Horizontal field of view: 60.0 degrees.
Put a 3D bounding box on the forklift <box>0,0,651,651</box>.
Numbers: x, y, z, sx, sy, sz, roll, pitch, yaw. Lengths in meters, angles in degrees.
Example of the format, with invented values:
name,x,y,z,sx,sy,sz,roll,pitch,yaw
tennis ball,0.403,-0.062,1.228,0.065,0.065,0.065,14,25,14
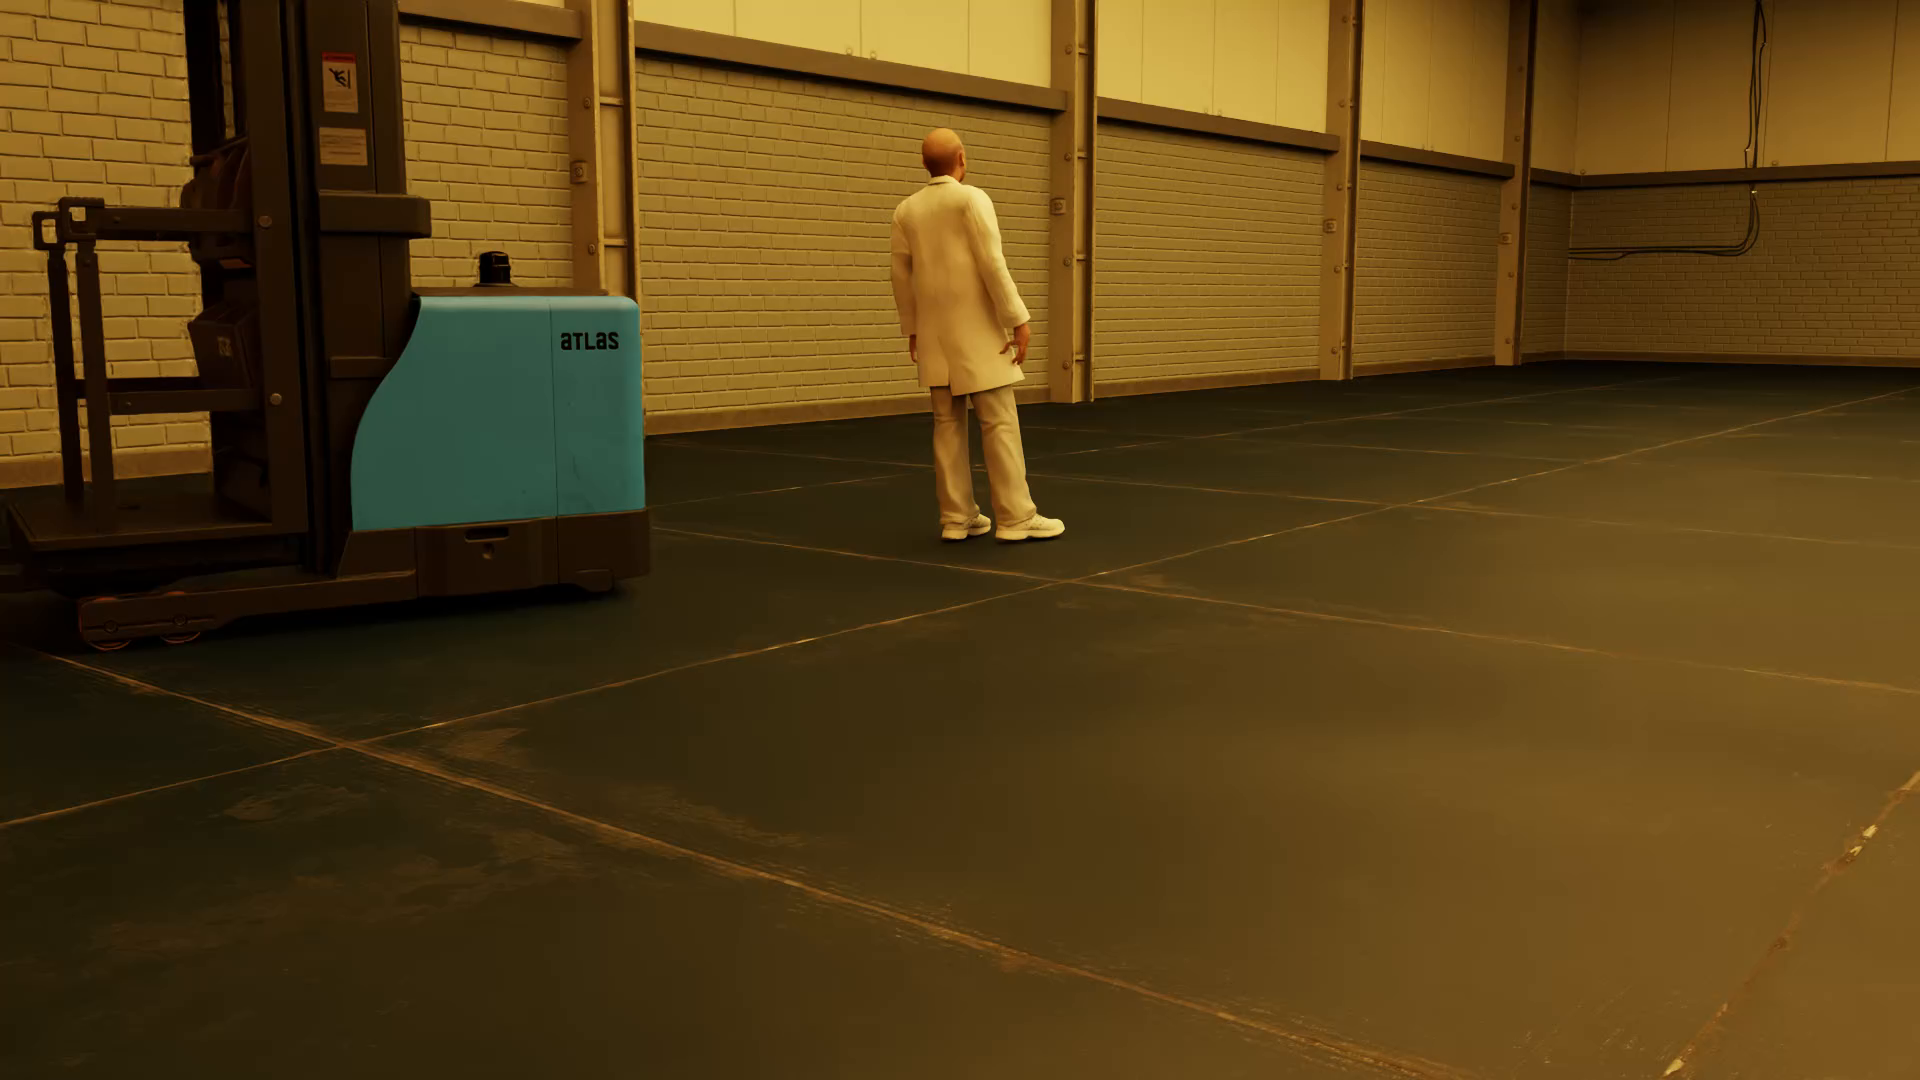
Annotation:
name,x,y,z,sx,sy,sz,roll,pitch,yaw
forklift,-2.647,-1.197,5.465,3.031,2.935,1.130,-5,10,-32

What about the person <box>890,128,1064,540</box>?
name,x,y,z,sx,sy,sz,roll,pitch,yaw
person,0.061,-0.897,7.343,0.698,1.777,0.578,7,11,38
